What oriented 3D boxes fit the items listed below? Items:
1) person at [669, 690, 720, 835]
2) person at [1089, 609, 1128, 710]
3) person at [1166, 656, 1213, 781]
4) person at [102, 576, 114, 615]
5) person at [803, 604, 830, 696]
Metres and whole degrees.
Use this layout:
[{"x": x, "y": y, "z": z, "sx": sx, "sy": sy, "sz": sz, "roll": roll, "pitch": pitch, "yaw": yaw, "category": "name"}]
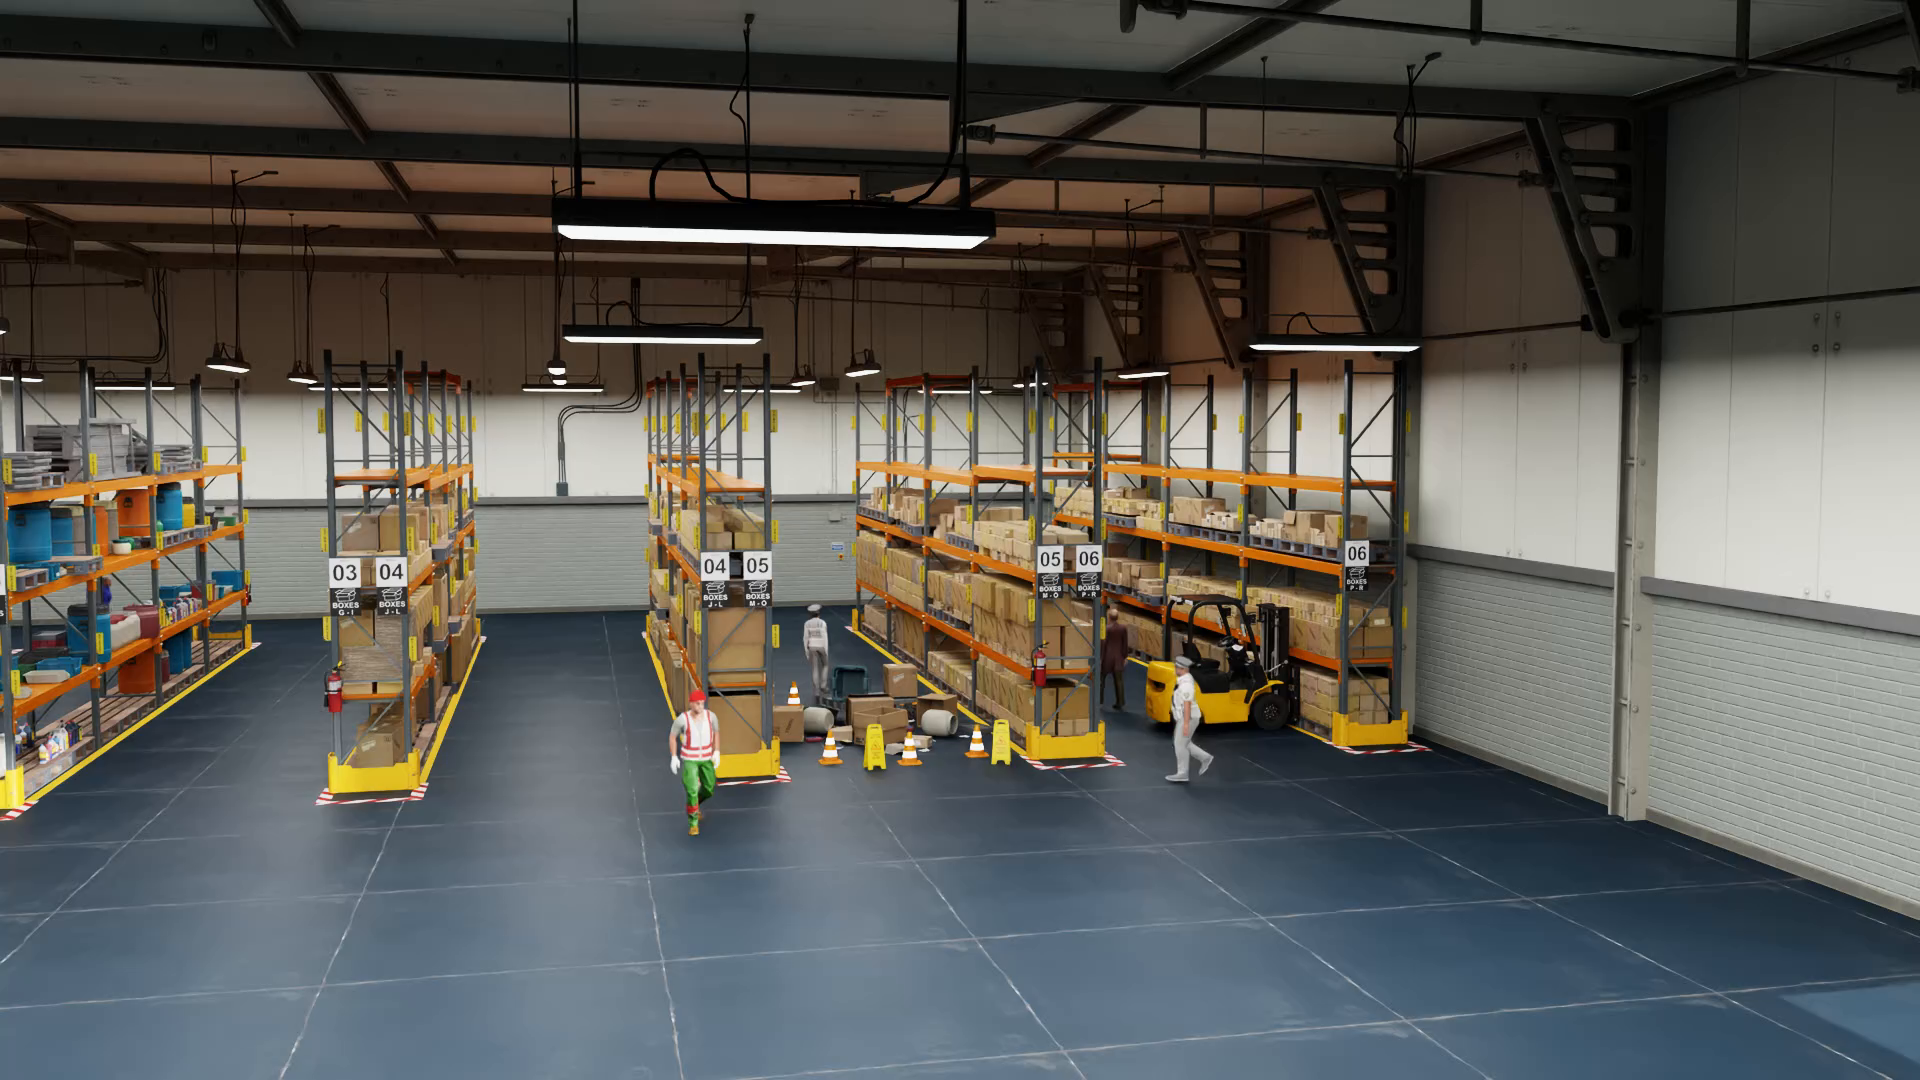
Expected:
[{"x": -3.285, "y": 2.702, "z": 20.503, "sx": 0.629, "sy": 1.767, "sz": 0.688, "roll": -2, "pitch": 4, "yaw": -27, "category": "person"}, {"x": 2.655, "y": 2.097, "z": 29.193, "sx": 0.676, "sy": 1.783, "sz": 0.794, "roll": -1, "pitch": 4, "yaw": -18, "category": "person"}, {"x": 3.232, "y": 2.490, "z": 23.294, "sx": 0.711, "sy": 1.747, "sz": 0.531, "roll": 0, "pitch": 4, "yaw": -3, "category": "person"}, {"x": -19.110, "y": 1.591, "z": 37.191, "sx": 0.953, "sy": 1.593, "sz": 0.427, "roll": -2, "pitch": 5, "yaw": -32, "category": "person"}, {"x": -2.648, "y": 2.022, "z": 30.644, "sx": 0.493, "sy": 1.681, "sz": 0.500, "roll": 0, "pitch": 4, "yaw": -1, "category": "person"}]
